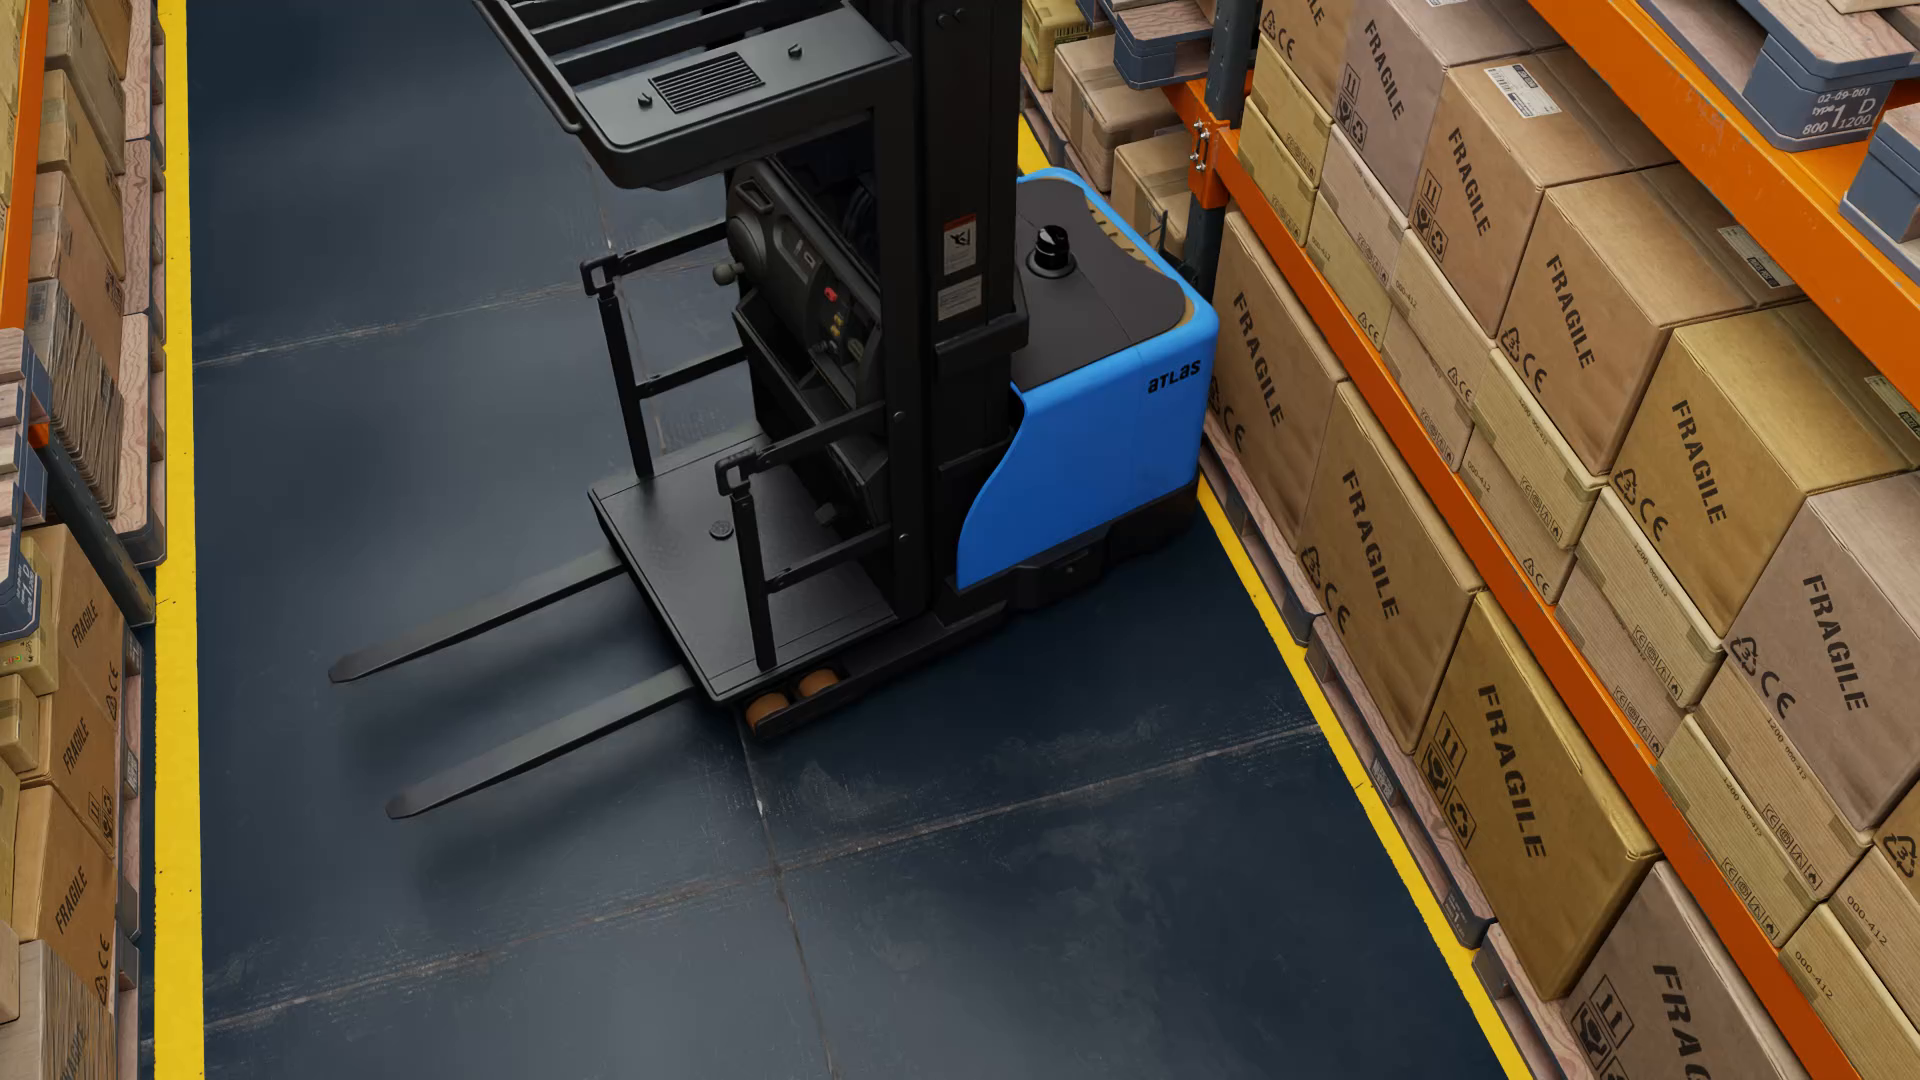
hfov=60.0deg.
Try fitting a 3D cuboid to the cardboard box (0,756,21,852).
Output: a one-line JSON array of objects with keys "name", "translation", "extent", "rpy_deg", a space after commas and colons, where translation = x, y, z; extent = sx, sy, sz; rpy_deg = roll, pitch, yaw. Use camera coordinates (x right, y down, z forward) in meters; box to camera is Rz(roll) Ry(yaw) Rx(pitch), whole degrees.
[{"name": "cardboard box", "translation": [-2.826, 0.769, 4.576], "extent": [0.380, 0.149, 0.250], "rpy_deg": [-12, 51, -10]}]

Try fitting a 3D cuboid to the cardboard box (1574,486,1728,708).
[{"name": "cardboard box", "translation": [1.853, 0.083, 3.990], "extent": [0.500, 0.250, 0.500], "rpy_deg": [-12, 51, -10]}]

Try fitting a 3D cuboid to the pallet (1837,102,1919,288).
[{"name": "pallet", "translation": [2.211, -0.361, 2.756], "extent": [0.805, 0.209, 1.217], "rpy_deg": [-15, 52, -12]}]

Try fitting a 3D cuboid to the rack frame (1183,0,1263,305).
[{"name": "rack frame", "translation": [1.346, -1.719, 5.737], "extent": [1.000, 3.000, 0.127], "rpy_deg": [-13, 51, -11]}]

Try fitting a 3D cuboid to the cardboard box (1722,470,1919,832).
[{"name": "cardboard box", "translation": [1.997, 0.203, 3.398], "extent": [0.500, 0.500, 0.500], "rpy_deg": [-12, 51, -10]}]

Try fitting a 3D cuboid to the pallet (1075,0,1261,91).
[{"name": "pallet", "translation": [1.034, -2.153, 6.229], "extent": [1.213, 0.211, 1.003], "rpy_deg": [-13, 51, -11]}]

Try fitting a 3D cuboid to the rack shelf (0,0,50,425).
[{"name": "rack shelf", "translation": [-3.986, -1.822, 6.295], "extent": [1.077, 0.370, 4.000], "rpy_deg": [-13, 51, -11]}]

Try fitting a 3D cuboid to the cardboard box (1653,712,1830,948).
[{"name": "cardboard box", "translation": [2.006, 0.608, 3.873], "extent": [0.500, 0.250, 0.500], "rpy_deg": [-14, 51, -11]}]

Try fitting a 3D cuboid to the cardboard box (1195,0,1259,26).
[{"name": "cardboard box", "translation": [1.024, -1.959, 5.829], "extent": [0.380, 0.149, 0.250], "rpy_deg": [-12, 51, -10]}]

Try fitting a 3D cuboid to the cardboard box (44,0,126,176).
[{"name": "cardboard box", "translation": [-4.190, -1.938, 7.200], "extent": [0.875, 0.625, 0.625], "rpy_deg": [-14, 51, -11]}]

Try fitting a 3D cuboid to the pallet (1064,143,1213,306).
[{"name": "pallet", "translation": [1.117, -1.391, 7.285], "extent": [1.003, 0.211, 1.213], "rpy_deg": [-13, 51, -11]}]

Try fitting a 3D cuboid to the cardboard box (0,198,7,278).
[{"name": "cardboard box", "translation": [-3.292, -0.925, 5.166], "extent": [0.500, 0.250, 0.500], "rpy_deg": [-13, 51, -11]}]

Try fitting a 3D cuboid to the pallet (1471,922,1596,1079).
[{"name": "pallet", "translation": [2.229, 1.555, 4.801], "extent": [1.003, 0.211, 1.213], "rpy_deg": [-13, 51, -11]}]

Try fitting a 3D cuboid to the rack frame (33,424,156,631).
[{"name": "rack frame", "translation": [-3.394, -0.594, 4.789], "extent": [1.000, 3.000, 0.127], "rpy_deg": [-13, 51, -11]}]

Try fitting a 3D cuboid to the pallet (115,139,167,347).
[{"name": "pallet", "translation": [-3.958, -1.194, 7.119], "extent": [1.003, 0.211, 1.213], "rpy_deg": [-13, 51, -11]}]

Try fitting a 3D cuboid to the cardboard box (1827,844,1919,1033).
[{"name": "cardboard box", "translation": [2.166, 0.823, 3.365], "extent": [0.500, 0.250, 0.500], "rpy_deg": [-13, 51, -11]}]

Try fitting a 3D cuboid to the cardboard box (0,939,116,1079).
[{"name": "cardboard box", "translation": [-2.597, 1.462, 4.416], "extent": [0.500, 0.500, 0.500], "rpy_deg": [-15, 51, -12]}]

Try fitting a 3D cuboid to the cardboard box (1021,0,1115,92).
[{"name": "cardboard box", "translation": [0.744, -2.514, 7.852], "extent": [0.950, 0.372, 0.625], "rpy_deg": [-12, 51, -10]}]

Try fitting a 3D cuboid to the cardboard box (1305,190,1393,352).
[{"name": "cardboard box", "translation": [1.419, -0.885, 5.132], "extent": [0.500, 0.250, 0.500], "rpy_deg": [-15, 51, -12]}]

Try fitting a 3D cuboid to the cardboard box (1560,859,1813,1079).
[{"name": "cardboard box", "translation": [2.269, 1.318, 4.292], "extent": [0.875, 0.875, 0.875], "rpy_deg": [-12, 51, -10]}]

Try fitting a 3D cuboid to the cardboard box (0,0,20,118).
[{"name": "cardboard box", "translation": [-3.595, -1.668, 5.792], "extent": [0.500, 0.250, 0.500], "rpy_deg": [-15, 51, -12]}]

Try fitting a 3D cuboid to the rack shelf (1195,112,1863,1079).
[{"name": "rack shelf", "translation": [1.938, -0.026, 4.781], "extent": [1.077, 0.370, 4.000], "rpy_deg": [-13, 51, -11]}]

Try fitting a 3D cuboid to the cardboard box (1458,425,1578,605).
[{"name": "cardboard box", "translation": [1.718, -0.141, 4.505], "extent": [0.500, 0.250, 0.500], "rpy_deg": [-13, 51, -11]}]

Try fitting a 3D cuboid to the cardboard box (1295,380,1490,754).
[{"name": "cardboard box", "translation": [1.731, 0.006, 5.398], "extent": [0.875, 0.875, 0.875], "rpy_deg": [-13, 51, -11]}]

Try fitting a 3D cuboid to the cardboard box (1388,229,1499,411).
[{"name": "cardboard box", "translation": [1.547, -0.661, 4.616], "extent": [0.500, 0.250, 0.500], "rpy_deg": [-13, 51, -11]}]

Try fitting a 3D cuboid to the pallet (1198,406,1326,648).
[{"name": "pallet", "translation": [1.507, -0.227, 6.303], "extent": [1.003, 0.211, 1.213], "rpy_deg": [-13, 51, -11]}]

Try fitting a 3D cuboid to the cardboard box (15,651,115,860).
[{"name": "cardboard box", "translation": [-2.926, 0.705, 5.054], "extent": [0.500, 0.500, 0.500], "rpy_deg": [-14, 51, -12]}]

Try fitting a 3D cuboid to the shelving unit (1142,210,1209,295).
[{"name": "shelving unit", "translation": [0.737, -0.800, 6.336], "extent": [0.258, 0.900, 0.210], "rpy_deg": [-34, 58, -25]}]

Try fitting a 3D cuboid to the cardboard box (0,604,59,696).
[{"name": "cardboard box", "translation": [-2.896, 0.363, 4.918], "extent": [0.380, 0.149, 0.250], "rpy_deg": [-16, 52, -13]}]

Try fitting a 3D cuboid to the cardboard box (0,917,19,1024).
[{"name": "cardboard box", "translation": [-2.641, 1.146, 4.258], "extent": [0.380, 0.149, 0.250], "rpy_deg": [-16, 52, -13]}]

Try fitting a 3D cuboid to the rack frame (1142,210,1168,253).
[{"name": "rack frame", "translation": [0.670, -0.859, 6.385], "extent": [0.240, 0.900, 0.006], "rpy_deg": [-34, 58, -25]}]

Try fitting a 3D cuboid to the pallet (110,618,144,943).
[{"name": "pallet", "translation": [-3.210, 0.859, 5.388], "extent": [1.003, 0.211, 1.213], "rpy_deg": [-13, 51, -11]}]

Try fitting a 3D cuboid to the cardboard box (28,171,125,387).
[{"name": "cardboard box", "translation": [-3.766, -0.898, 6.323], "extent": [0.875, 0.625, 0.625], "rpy_deg": [-12, 51, -10]}]

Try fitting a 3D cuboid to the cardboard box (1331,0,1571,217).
[{"name": "cardboard box", "translation": [1.414, -1.298, 4.663], "extent": [0.500, 0.500, 0.500], "rpy_deg": [-13, 51, -11]}]

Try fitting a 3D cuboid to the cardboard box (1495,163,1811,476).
[{"name": "cardboard box", "translation": [1.699, -0.547, 4.030], "extent": [0.500, 0.500, 0.500], "rpy_deg": [-13, 51, -10]}]

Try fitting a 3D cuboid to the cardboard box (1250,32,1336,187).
[{"name": "cardboard box", "translation": [1.260, -1.406, 5.244], "extent": [0.500, 0.250, 0.500], "rpy_deg": [-14, 51, -11]}]

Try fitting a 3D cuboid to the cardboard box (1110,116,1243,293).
[{"name": "cardboard box", "translation": [1.189, -1.422, 6.931], "extent": [0.950, 0.372, 0.625], "rpy_deg": [-16, 52, -13]}]

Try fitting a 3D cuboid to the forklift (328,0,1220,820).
[{"name": "forklift", "translation": [-0.654, -0.732, 4.950], "extent": [3.031, 2.935, 1.130], "rpy_deg": [-24, 54, -19]}]
